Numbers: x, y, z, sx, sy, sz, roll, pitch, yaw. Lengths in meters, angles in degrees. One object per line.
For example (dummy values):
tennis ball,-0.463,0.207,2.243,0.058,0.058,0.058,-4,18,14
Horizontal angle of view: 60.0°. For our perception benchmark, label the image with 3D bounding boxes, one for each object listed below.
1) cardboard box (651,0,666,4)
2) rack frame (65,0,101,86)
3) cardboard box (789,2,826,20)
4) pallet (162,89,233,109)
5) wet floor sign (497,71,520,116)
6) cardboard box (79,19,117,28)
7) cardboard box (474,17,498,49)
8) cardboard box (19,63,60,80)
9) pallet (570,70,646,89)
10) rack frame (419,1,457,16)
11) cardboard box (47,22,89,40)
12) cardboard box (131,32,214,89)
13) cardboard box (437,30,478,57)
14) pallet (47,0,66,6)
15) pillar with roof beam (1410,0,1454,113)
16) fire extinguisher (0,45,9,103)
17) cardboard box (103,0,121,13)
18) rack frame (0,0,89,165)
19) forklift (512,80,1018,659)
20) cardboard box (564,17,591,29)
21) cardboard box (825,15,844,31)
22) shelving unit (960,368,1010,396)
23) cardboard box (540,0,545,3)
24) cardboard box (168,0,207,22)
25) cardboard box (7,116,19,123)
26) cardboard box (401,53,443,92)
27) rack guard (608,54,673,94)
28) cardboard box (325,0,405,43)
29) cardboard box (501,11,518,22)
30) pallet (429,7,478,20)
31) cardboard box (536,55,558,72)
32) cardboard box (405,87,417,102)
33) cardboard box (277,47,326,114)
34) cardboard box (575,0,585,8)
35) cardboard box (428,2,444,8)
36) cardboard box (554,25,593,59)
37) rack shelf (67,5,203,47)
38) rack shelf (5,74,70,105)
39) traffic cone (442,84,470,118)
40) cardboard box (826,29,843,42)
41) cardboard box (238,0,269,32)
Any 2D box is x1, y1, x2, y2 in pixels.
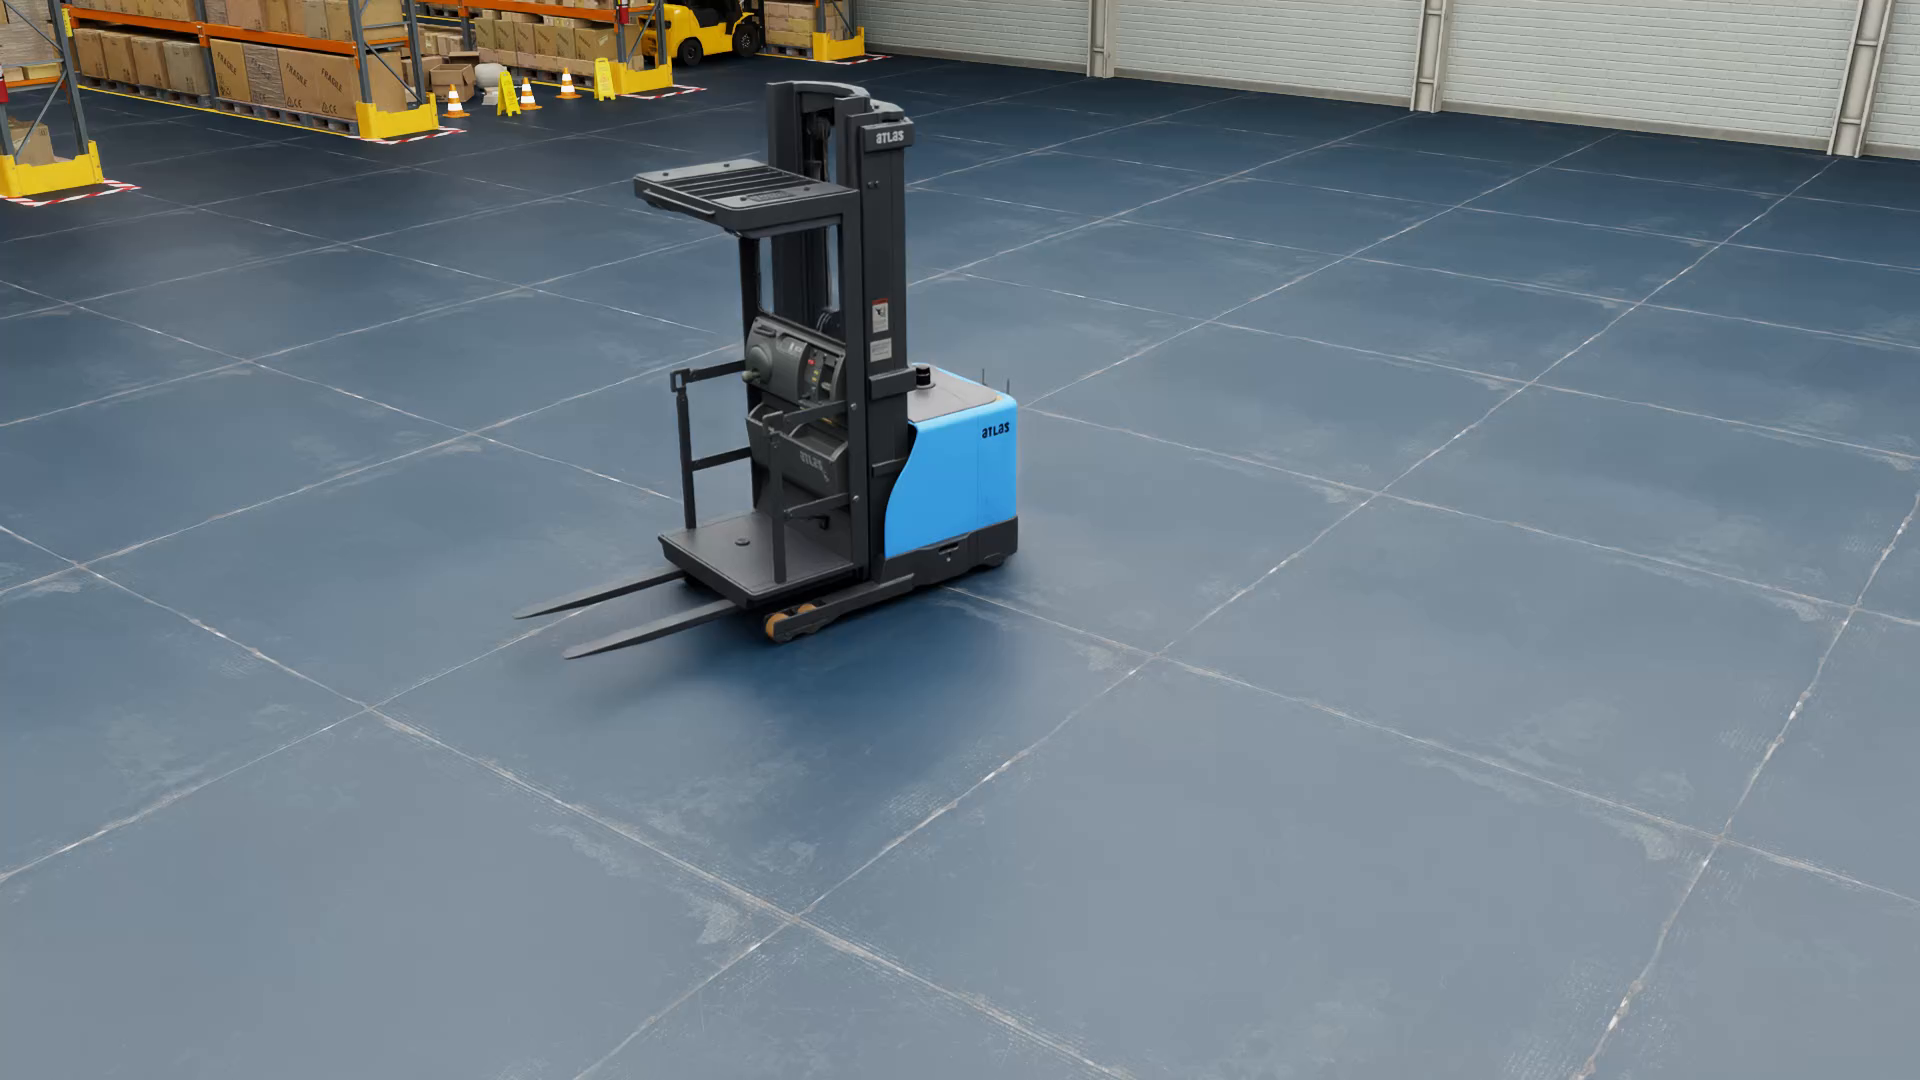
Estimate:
cardboard box,-5.933,-10.728,33.802,0.625,0.625,0.875,18,30,36
rack frame,-14.571,-9.243,28.008,0.127,3.000,1.000,17,29,33
cardboard box,-2.863,-9.935,31.227,0.500,0.250,0.500,18,29,35
pallet,-12.033,-7.162,26.743,1.213,0.211,1.003,17,29,33
wet floor sign,-6.959,-6.863,25.526,0.232,0.644,0.267,12,26,24
cardboard box,-14.977,-8.879,28.832,0.500,0.250,0.500,15,28,31
cardboard box,-8.172,-8.945,29.290,0.500,0.500,0.500,18,30,36
cardboard box,-11.310,-5.764,20.422,0.250,0.149,0.380,17,29,33
pallet,-5.971,-7.880,28.373,1.213,0.211,1.003,17,29,33
rack frame,-11.910,-13.434,37.520,0.127,3.000,1.000,17,29,33
cardboard box,-15.275,-8.715,28.460,0.500,0.250,0.500,16,28,32
cardboard box,-12.690,-7.794,26.989,0.750,0.750,1.050,17,29,33
cardboard box,-8.903,-9.013,30.224,0.625,0.372,0.950,17,29,34
pallet,-15.205,-9.293,28.360,1.003,0.211,1.213,17,29,33
pillar with roof beam,4.696,-9.446,21.028,0.400,9.000,9.100,17,29,33
fire extinguisher,-11.410,-5.521,19.656,0.183,0.674,0.296,17,29,33
cardboard box,-13.562,-8.849,26.990,0.500,0.500,0.500,17,29,33
rack frame,-11.225,-5.733,20.041,0.127,3.000,1.000,17,29,33
forklift,-1.106,-0.997,9.378,3.031,2.935,1.130,-18,29,-35
cardboard box,-6.413,-8.681,27.886,0.250,0.149,0.380,18,29,35
cardboard box,-2.559,-9.876,31.713,0.500,0.250,0.500,17,29,34
shelving unit,0.157,-0.555,10.708,0.215,1.050,0.252,-18,30,-36
cardboard box,-6.920,-9.212,28.250,0.250,0.149,0.380,17,29,33
cardboard box,-11.948,-8.362,25.883,0.500,0.500,0.500,17,29,33
cardboard box,-12.213,-5.071,21.118,0.500,0.500,0.500,-17,29,-34
cardboard box,-8.959,-7.681,27.391,0.503,0.637,0.797,17,29,33
rack guard,-5.342,-7.805,27.843,0.348,0.500,1.175,17,29,33
cardboard box,-8.493,-7.452,23.758,0.550,0.550,0.875,17,29,33
cardboard box,-7.696,-9.068,28.766,0.250,0.149,0.380,18,30,35
pallet,-11.236,-11.974,37.664,1.213,0.211,1.003,17,29,33
cardboard box,-6.922,-8.225,28.587,0.500,0.250,0.500,16,28,31
cardboard box,-8.890,-7.203,26.769,0.396,0.266,0.258,-21,31,-39
cardboard box,-9.457,-6.883,24.766,0.875,0.875,0.875,16,29,32
cardboard box,-6.171,-8.931,27.611,0.250,0.149,0.380,16,29,32
cardboard box,-11.658,-12.293,37.509,0.500,0.500,0.500,18,30,36
cardboard box,-6.499,-8.442,28.149,0.500,0.500,0.500,18,30,35
rack shelf,-12.971,-8.430,27.055,4.000,0.370,1.077,17,29,33
rack shelf,-12.825,-5.887,21.284,4.000,0.370,1.077,17,29,33
traffic cone,-7.743,-6.734,25.460,0.334,0.463,0.336,17,29,33
cardboard box,-2.583,-9.648,31.817,0.500,0.250,0.500,17,29,34
cardboard box,-10.253,-7.965,24.921,0.550,0.550,0.875,17,29,33
